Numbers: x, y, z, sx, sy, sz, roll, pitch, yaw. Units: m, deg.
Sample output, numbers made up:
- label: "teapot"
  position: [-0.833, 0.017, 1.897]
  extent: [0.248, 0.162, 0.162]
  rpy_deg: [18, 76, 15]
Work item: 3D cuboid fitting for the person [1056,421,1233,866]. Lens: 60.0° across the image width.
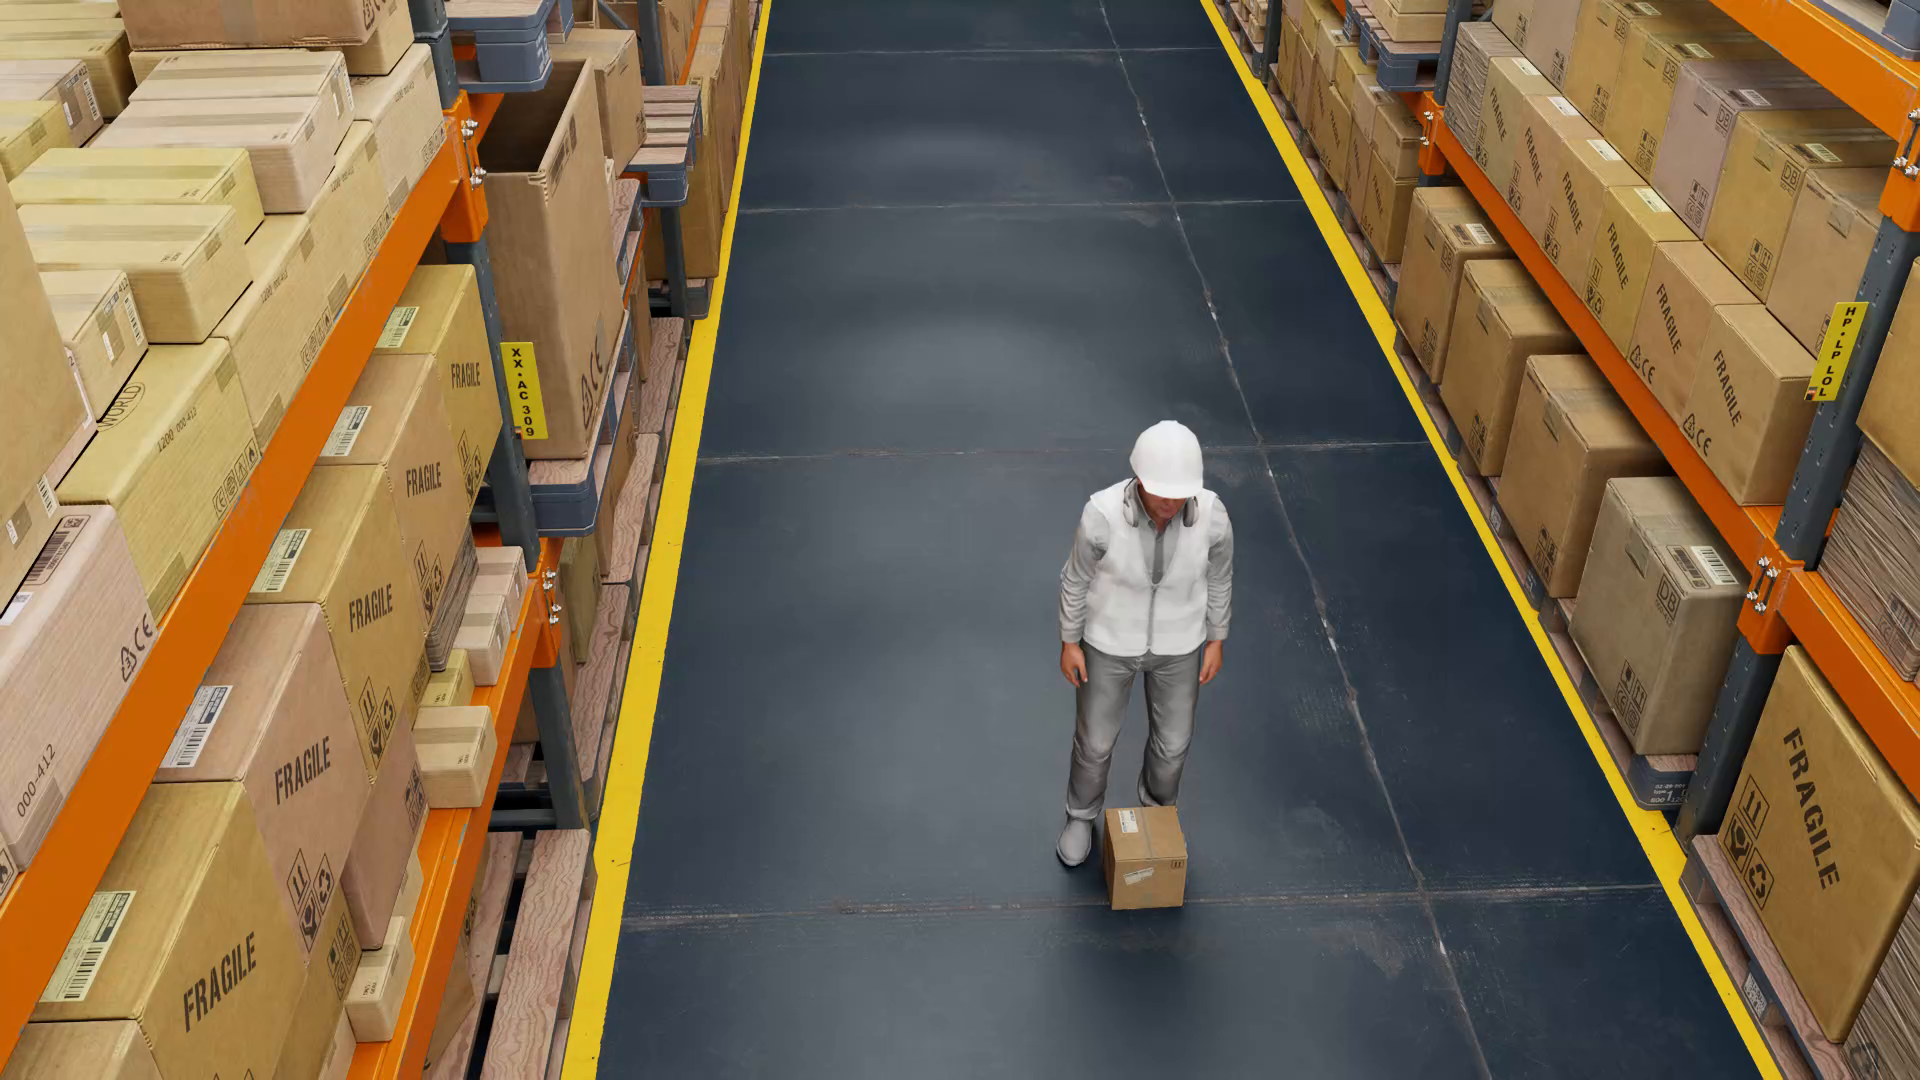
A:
- label: "person"
  position: [0.620, 0.345, 5.630]
  extent: [0.579, 1.770, 0.465]
  rpy_deg: [-2, 35, -2]
